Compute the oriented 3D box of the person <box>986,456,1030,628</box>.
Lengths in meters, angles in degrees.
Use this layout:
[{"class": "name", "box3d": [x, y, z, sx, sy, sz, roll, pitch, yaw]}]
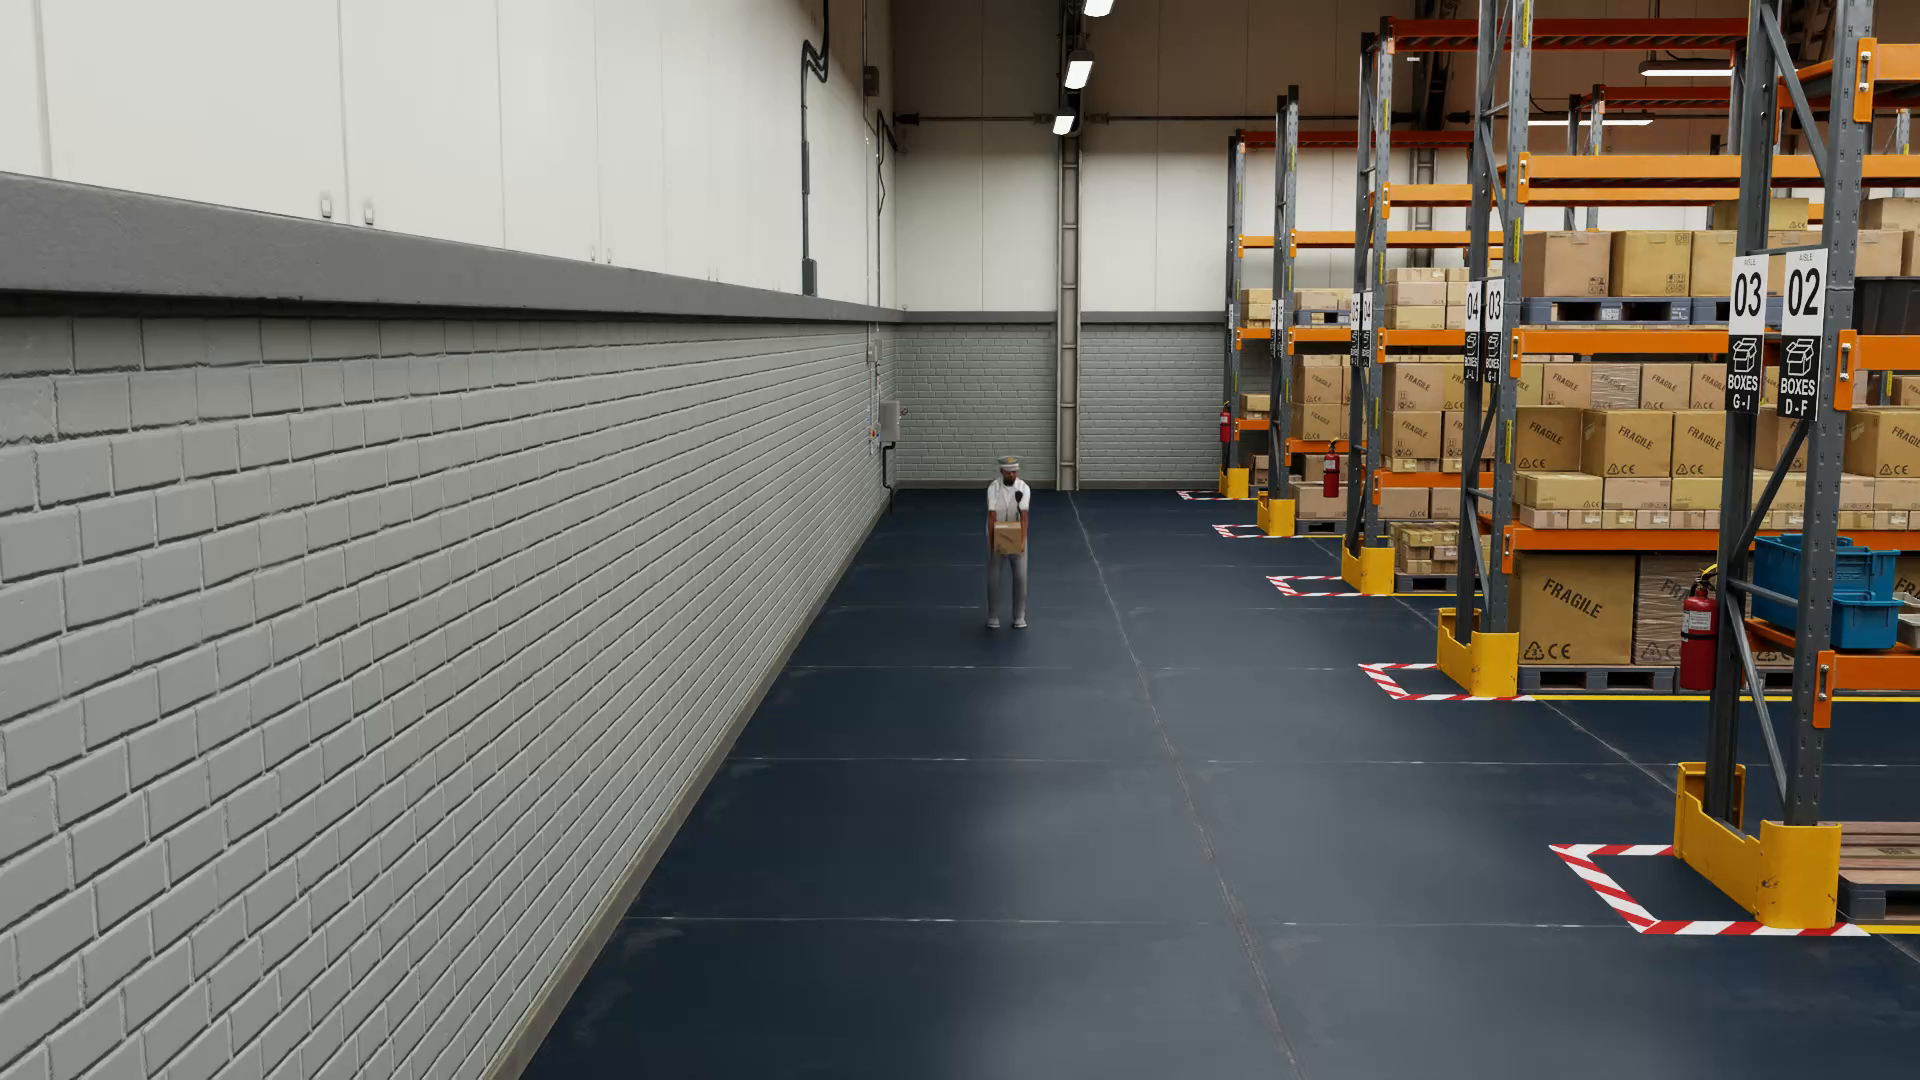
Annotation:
[{"class": "person", "box3d": [0.454, 0.020, 15.727, 0.416, 1.646, 0.554, 0, 7, 0]}]
